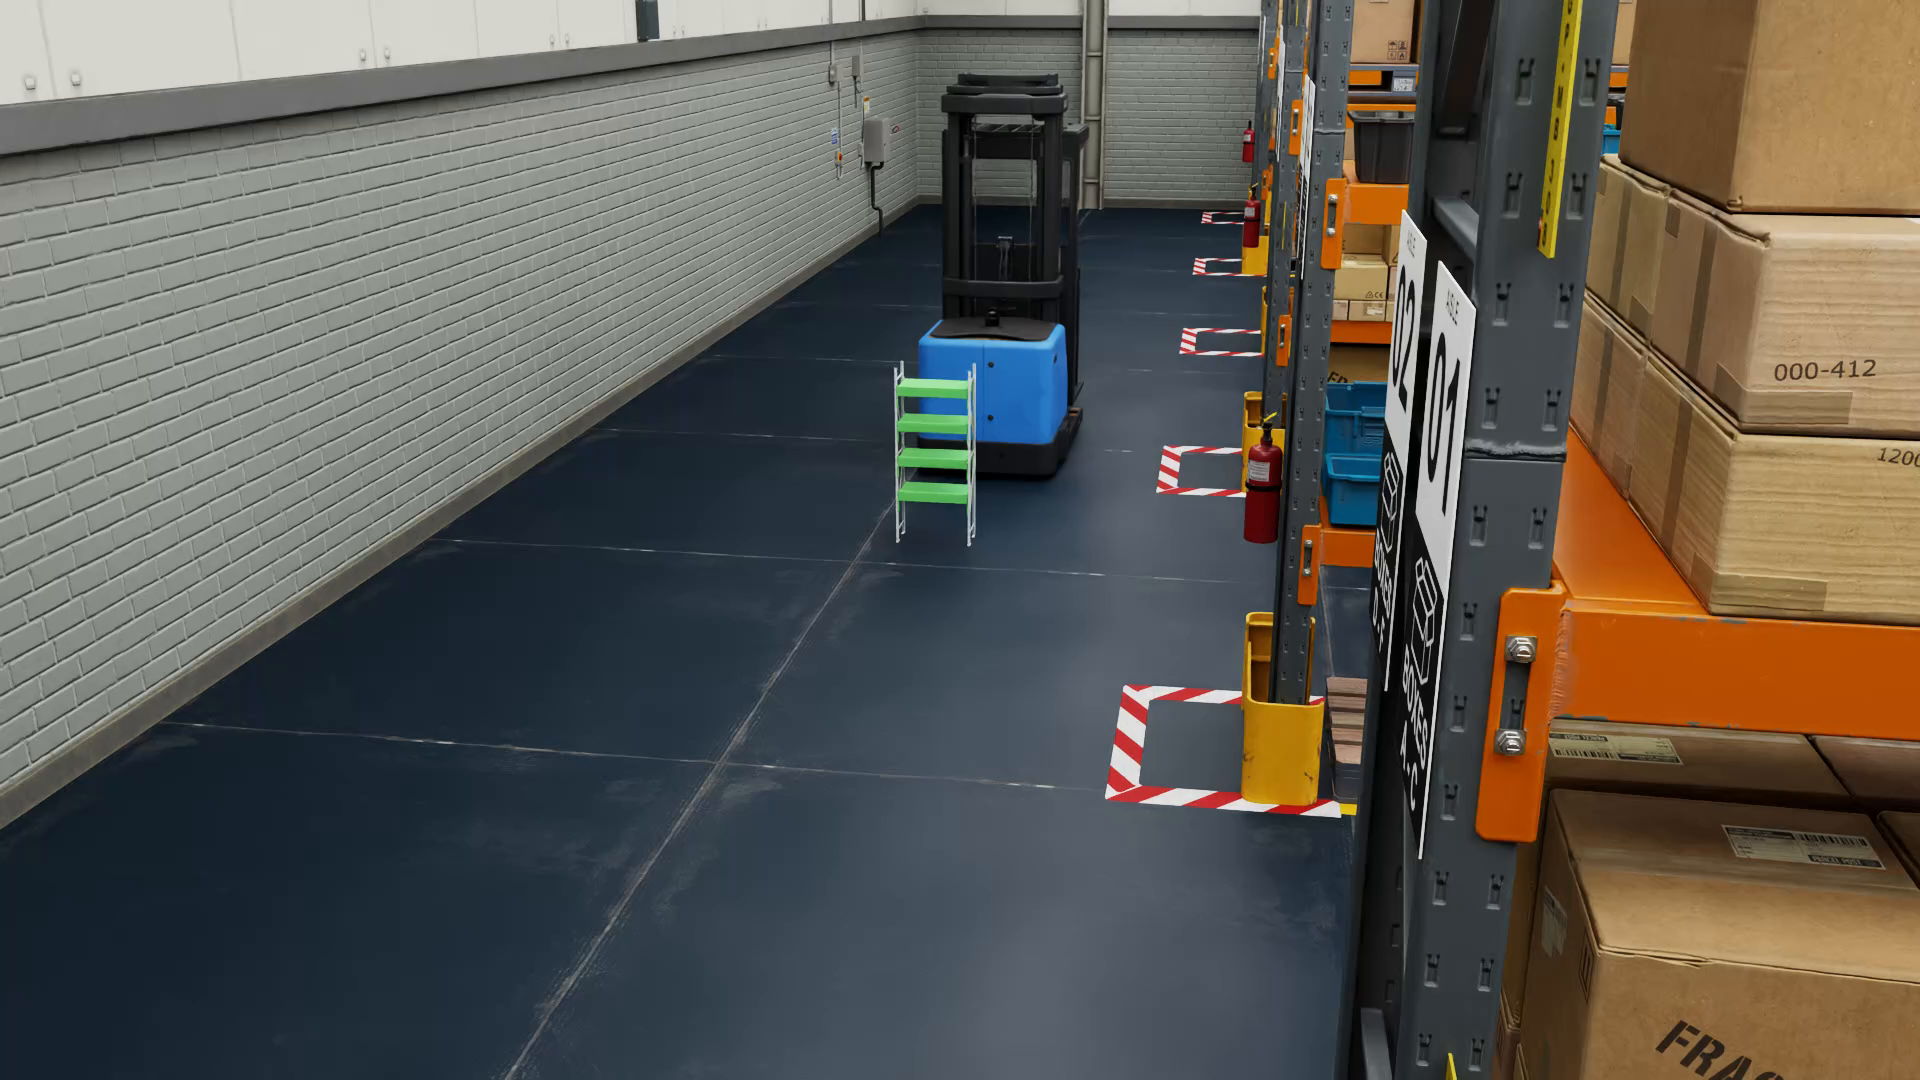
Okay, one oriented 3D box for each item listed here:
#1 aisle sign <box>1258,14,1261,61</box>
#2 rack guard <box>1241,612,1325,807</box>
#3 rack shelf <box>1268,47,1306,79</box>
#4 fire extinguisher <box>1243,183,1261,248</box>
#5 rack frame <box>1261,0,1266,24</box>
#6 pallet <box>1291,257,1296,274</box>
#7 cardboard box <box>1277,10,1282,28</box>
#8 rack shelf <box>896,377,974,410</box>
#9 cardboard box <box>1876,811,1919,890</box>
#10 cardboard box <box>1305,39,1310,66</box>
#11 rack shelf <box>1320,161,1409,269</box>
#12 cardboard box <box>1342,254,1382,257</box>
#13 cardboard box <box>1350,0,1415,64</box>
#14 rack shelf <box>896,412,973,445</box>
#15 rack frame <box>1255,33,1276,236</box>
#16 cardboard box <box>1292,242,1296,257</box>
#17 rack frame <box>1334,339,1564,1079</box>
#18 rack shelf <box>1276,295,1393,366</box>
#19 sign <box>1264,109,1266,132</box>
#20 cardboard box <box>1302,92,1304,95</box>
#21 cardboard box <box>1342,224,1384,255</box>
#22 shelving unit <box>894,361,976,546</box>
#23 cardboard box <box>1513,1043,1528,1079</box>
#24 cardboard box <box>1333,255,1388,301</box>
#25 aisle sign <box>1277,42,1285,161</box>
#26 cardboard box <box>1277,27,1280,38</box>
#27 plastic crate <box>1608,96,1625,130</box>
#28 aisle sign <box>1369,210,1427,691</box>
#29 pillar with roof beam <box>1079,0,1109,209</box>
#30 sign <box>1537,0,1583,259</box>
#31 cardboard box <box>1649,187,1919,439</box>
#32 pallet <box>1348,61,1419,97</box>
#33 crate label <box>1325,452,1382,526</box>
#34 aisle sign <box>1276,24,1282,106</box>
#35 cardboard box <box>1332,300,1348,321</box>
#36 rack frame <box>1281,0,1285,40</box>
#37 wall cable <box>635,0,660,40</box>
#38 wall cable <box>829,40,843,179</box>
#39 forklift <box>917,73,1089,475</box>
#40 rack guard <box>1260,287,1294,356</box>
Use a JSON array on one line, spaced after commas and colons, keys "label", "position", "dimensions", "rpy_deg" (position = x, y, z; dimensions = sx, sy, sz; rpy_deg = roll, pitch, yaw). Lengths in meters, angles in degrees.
[{"label": "aisle sign", "position": [4.616, -7.745, 25.625], "dimensions": [0.004, 0.787, 0.394], "rpy_deg": [3, 19, 9]}, {"label": "rack guard", "position": [1.563, 0.799, 8.126], "dimensions": [0.348, 0.500, 1.175], "rpy_deg": [3, 19, 9]}, {"label": "rack shelf", "position": [5.921, -6.026, 20.992], "dimensions": [4.000, 0.370, 1.077], "rpy_deg": [3, 19, 9]}, {"label": "fire extinguisher", "position": [3.085, -3.433, 17.546], "dimensions": [0.183, 0.674, 0.296], "rpy_deg": [3, 19, 9]}, {"label": "rack frame", "position": [4.730, -9.445, 25.351], "dimensions": [0.127, 3.000, 1.000], "rpy_deg": [3, 19, 9]}, {"label": "pallet", "position": [4.748, -3.707, 22.050], "dimensions": [1.213, 0.211, 1.003], "rpy_deg": [3, 19, 9]}, {"label": "cardboard box", "position": [5.125, -7.985, 25.481], "dimensions": [0.500, 0.250, 0.500], "rpy_deg": [3, 19, 8]}, {"label": "rack shelf", "position": [-0.163, -0.972, 11.006], "dimensions": [0.480, 0.148, 0.258], "rpy_deg": [3, 19, 9]}, {"label": "cardboard box", "position": [1.713, 0.770, 2.541], "dimensions": [0.500, 0.500, 0.500], "rpy_deg": [3, 19, 9]}, {"label": "cardboard box", "position": [3.752, -4.901, 16.732], "dimensions": [0.500, 0.250, 0.500], "rpy_deg": [3, 19, 7]}, {"label": "rack shelf", "position": [3.563, -1.370, 7.075], "dimensions": [4.000, 0.370, 1.077], "rpy_deg": [3, 19, 9]}, {"label": "cardboard box", "position": [2.895, -2.069, 12.528], "dimensions": [0.500, 0.250, 0.500], "rpy_deg": [3, 19, 8]}, {"label": "cardboard box", "position": [2.896, -3.648, 11.773], "dimensions": [0.500, 0.500, 0.700], "rpy_deg": [2, 19, 5]}, {"label": "rack shelf", "position": [-0.163, -0.744, 11.082], "dimensions": [0.480, 0.148, 0.258], "rpy_deg": [3, 19, 9]}, {"label": "rack frame", "position": [3.946, -5.045, 21.655], "dimensions": [0.127, 3.000, 1.000], "rpy_deg": [3, 19, 9]}, {"label": "cardboard box", "position": [4.614, -4.028, 21.989], "dimensions": [0.875, 0.438, 0.875], "rpy_deg": [2, 19, 7]}, {"label": "rack frame", "position": [0.799, 1.163, 3.101], "dimensions": [0.127, 3.000, 1.000], "rpy_deg": [3, 19, 9]}, {"label": "rack shelf", "position": [4.349, -1.499, 12.189], "dimensions": [4.000, 0.370, 1.077], "rpy_deg": [3, 19, 9]}, {"label": "sign", "position": [3.852, -5.320, 20.986], "dimensions": [0.005, 0.325, 0.100], "rpy_deg": [3, 19, 9]}, {"label": "cardboard box", "position": [4.375, -5.453, 21.141], "dimensions": [0.500, 0.500, 0.500], "rpy_deg": [3, 19, 7]}, {"label": "cardboard box", "position": [2.897, -2.424, 12.406], "dimensions": [0.500, 0.500, 0.500], "rpy_deg": [3, 19, 9]}, {"label": "shelving unit", "position": [-0.163, -0.577, 11.138], "dimensions": [0.503, 1.200, 0.258], "rpy_deg": [3, 19, 9]}, {"label": "cardboard box", "position": [1.196, 1.220, 2.771], "dimensions": [0.500, 0.500, 0.500], "rpy_deg": [3, 19, 10]}, {"label": "cardboard box", "position": [2.805, -1.902, 12.027], "dimensions": [0.500, 0.250, 0.500], "rpy_deg": [2, 19, 7]}, {"label": "aisle sign", "position": [2.256, -3.083, 11.693], "dimensions": [0.004, 0.787, 0.394], "rpy_deg": [3, 19, 9]}, {"label": "cardboard box", "position": [5.008, -7.815, 25.601], "dimensions": [0.250, 0.149, 0.380], "rpy_deg": [3, 19, 10]}, {"label": "plastic crate", "position": [3.054, -1.619, 6.785], "dimensions": [0.767, 0.338, 0.504], "rpy_deg": [3, 19, 9]}, {"label": "aisle sign", "position": [0.781, -0.169, 2.985], "dimensions": [0.004, 0.787, 0.394], "rpy_deg": [3, 19, 9]}, {"label": "pillar with roof beam", "position": [1.528, -8.515, 22.569], "dimensions": [0.400, 9.000, 9.100], "rpy_deg": [3, 19, 9]}, {"label": "sign", "position": [0.713, -0.504, 1.978], "dimensions": [0.005, 0.325, 0.100], "rpy_deg": [3, 19, 9]}, {"label": "cardboard box", "position": [1.265, -0.318, 2.248], "dimensions": [0.500, 0.250, 0.500], "rpy_deg": [3, 19, 9]}, {"label": "pallet", "position": [3.108, -3.287, 11.812], "dimensions": [1.213, 0.211, 1.003], "rpy_deg": [3, 19, 9]}, {"label": "crate label", "position": [1.780, -0.222, 7.410], "dimensions": [0.303, 0.233, 0.416], "rpy_deg": [3, 19, 9]}, {"label": "aisle sign", "position": [3.236, -4.820, 16.884], "dimensions": [0.004, 0.787, 0.394], "rpy_deg": [3, 19, 9]}, {"label": "cardboard box", "position": [2.673, -1.700, 12.053], "dimensions": [0.250, 0.149, 0.380], "rpy_deg": [3, 19, 9]}, {"label": "rack frame", "position": [3.261, -6.334, 16.053], "dimensions": [0.127, 3.000, 1.000], "rpy_deg": [3, 19, 9]}, {"label": "wall cable", "position": [-2.662, -7.676, 14.991], "dimensions": [0.120, 5.999, 2.277], "rpy_deg": [3, 19, 9]}, {"label": "wall cable", "position": [-1.625, -5.818, 22.315], "dimensions": [0.123, 1.953, 0.585], "rpy_deg": [3, 19, 9]}, {"label": "forklift", "position": [0.443, -2.306, 13.577], "dimensions": [1.130, 2.935, 3.031], "rpy_deg": [3, 19, 10]}, {"label": "rack guard", "position": [3.336, -2.300, 17.390], "dimensions": [0.348, 0.500, 1.175], "rpy_deg": [3, 19, 9]}]
